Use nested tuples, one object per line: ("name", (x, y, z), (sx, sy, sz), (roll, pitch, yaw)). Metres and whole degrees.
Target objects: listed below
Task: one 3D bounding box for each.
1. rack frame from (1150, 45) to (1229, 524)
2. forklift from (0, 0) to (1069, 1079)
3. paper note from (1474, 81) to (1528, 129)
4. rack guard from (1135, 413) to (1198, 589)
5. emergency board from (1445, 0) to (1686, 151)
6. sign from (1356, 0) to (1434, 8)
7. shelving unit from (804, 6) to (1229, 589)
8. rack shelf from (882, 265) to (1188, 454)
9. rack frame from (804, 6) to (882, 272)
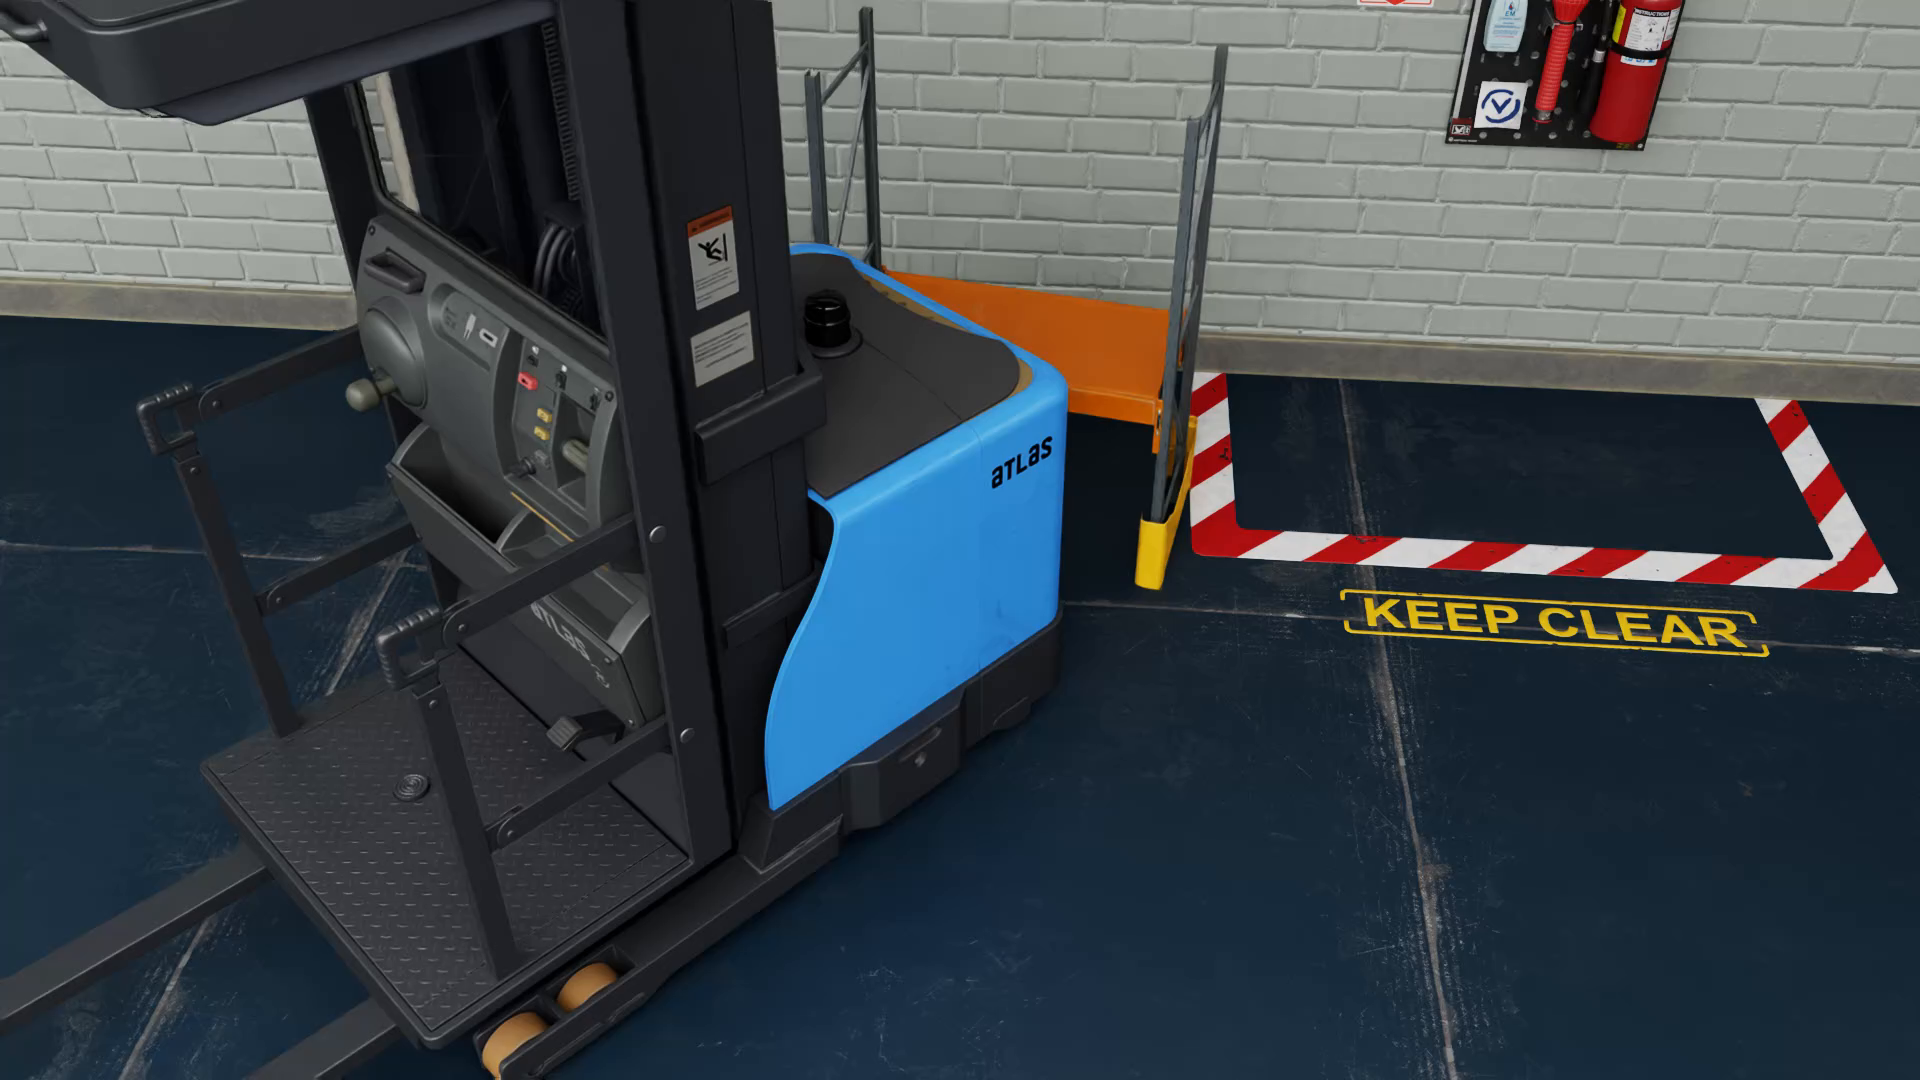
("rack frame", (0.650, -0.614, 4.816), (0.032, 1.500, 0.500), (10, 40, 12))
("forklift", (-1.126, -0.280, 3.272), (3.031, 2.935, 1.130), (-32, 49, -33))
("paper note", (1.711, -1.375, 5.261), (0.142, 0.148, 0.016), (3, 39, 4))
("rack guard", (0.649, -0.129, 5.211), (0.087, 0.250, 0.587), (10, 40, 12))
("emergency board", (1.882, -1.663, 4.917), (0.643, 1.169, 0.194), (3, 39, 4))
("sign", (1.340, -1.772, 5.023), (0.234, 0.329, 0.001), (3, 39, 4))
("shelving unit", (0.169, -0.699, 4.920), (1.083, 1.500, 0.587), (10, 40, 12))
("rack shelf", (0.160, -0.561, 5.036), (1.000, 0.185, 0.538), (10, 40, 12))
("rack frame", (-0.329, -0.787, 5.028), (0.032, 1.500, 0.500), (10, 40, 12))
